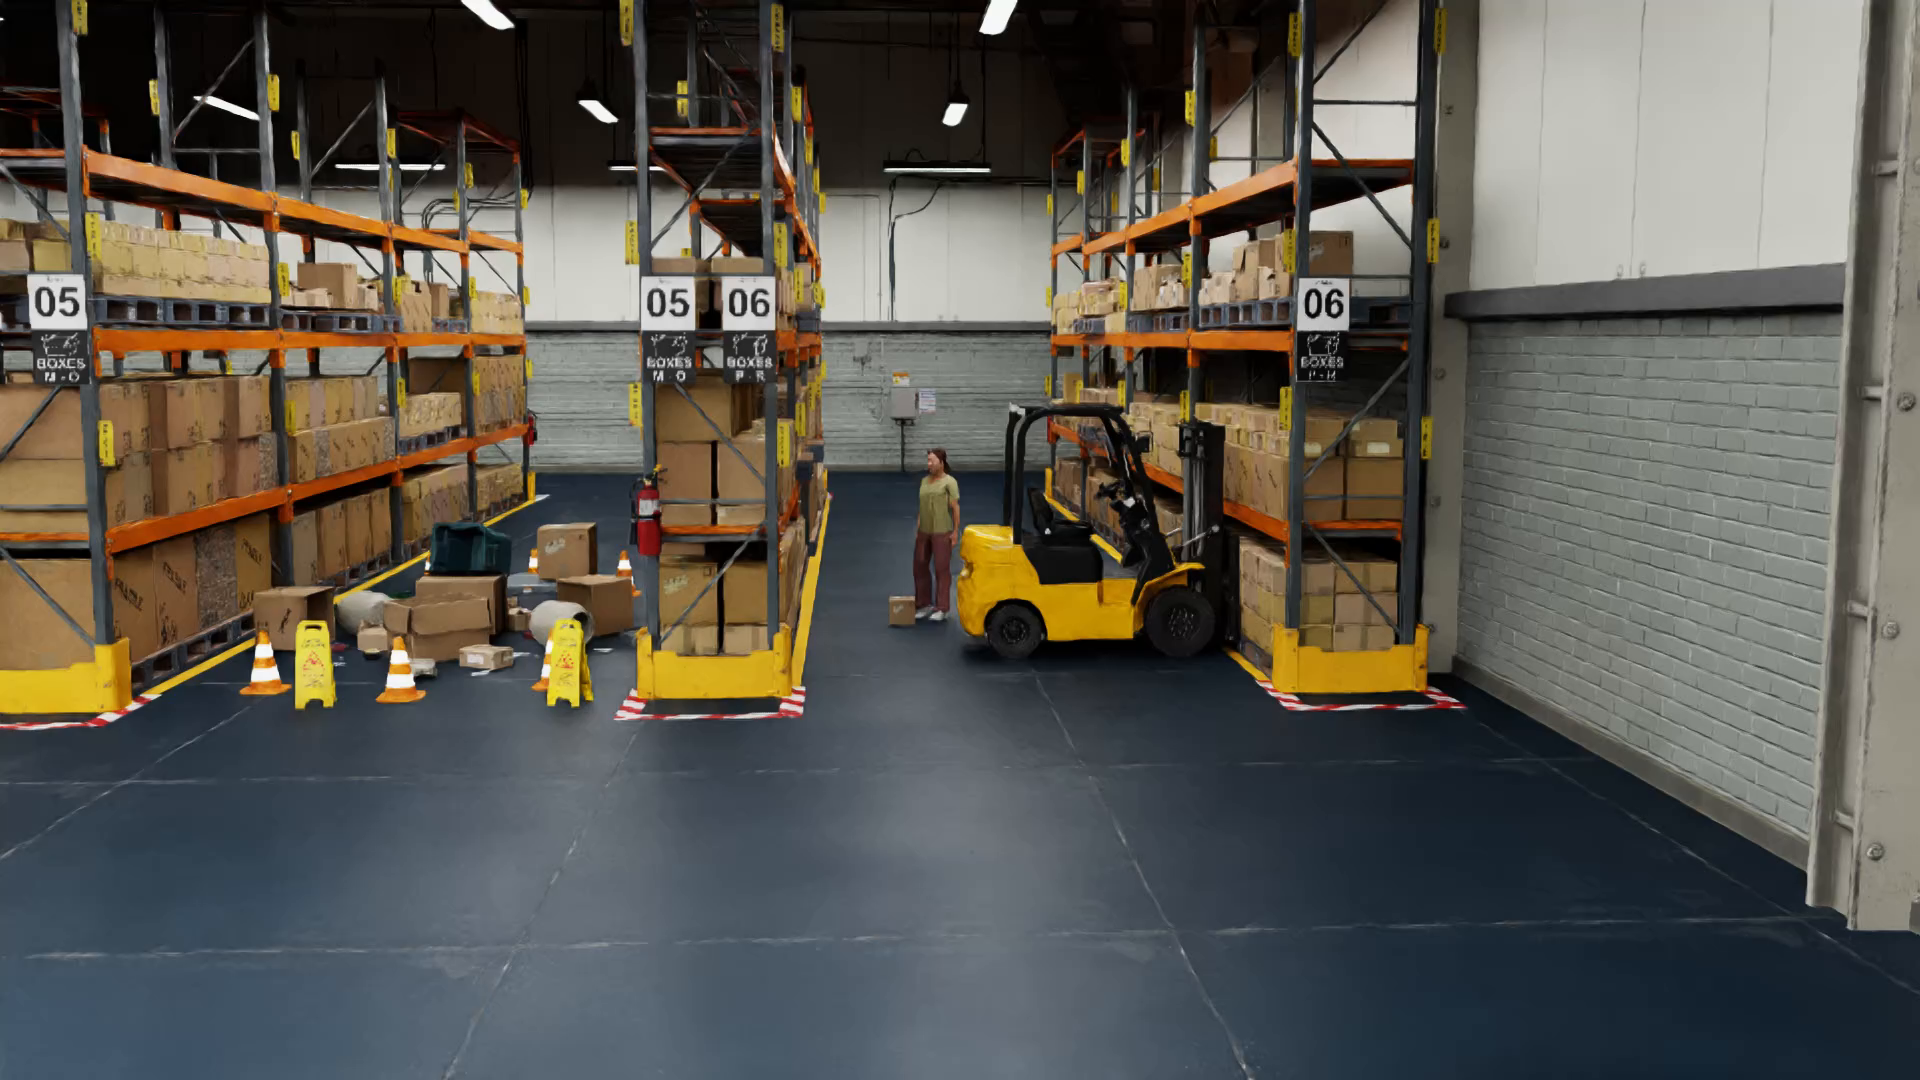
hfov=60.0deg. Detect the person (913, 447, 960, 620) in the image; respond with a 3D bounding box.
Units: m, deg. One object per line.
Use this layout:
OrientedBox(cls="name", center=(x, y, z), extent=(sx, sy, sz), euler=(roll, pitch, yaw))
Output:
OrientedBox(cls="person", center=(-0.260, -0.050, 16.267), extent=(0.521, 1.720, 0.393), euler=(5, 9, 38))
